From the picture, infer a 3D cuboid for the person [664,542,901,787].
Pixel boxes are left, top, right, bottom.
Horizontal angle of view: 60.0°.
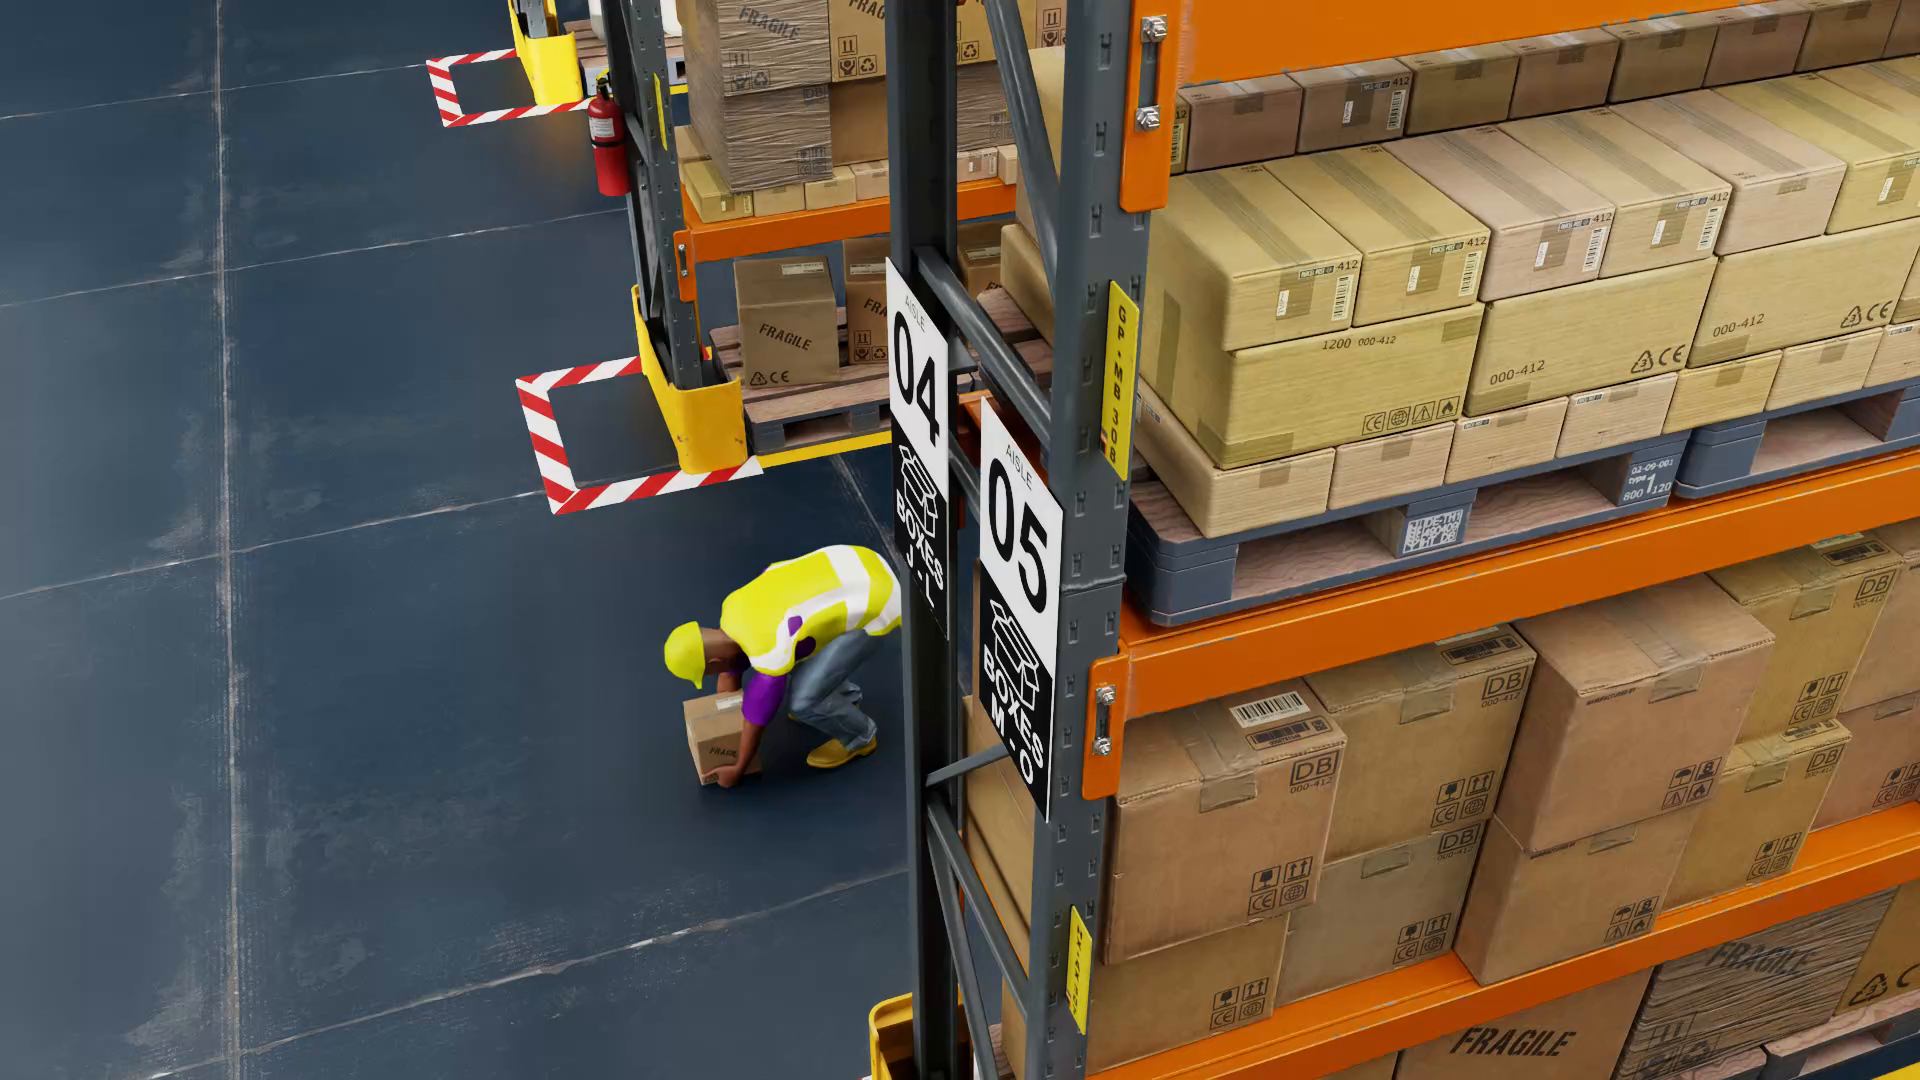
[{"bbox_3d":[-0.687,0.497,6.688,0.976,0.915,0.506,-14,40,-18],"label":"person"}]
